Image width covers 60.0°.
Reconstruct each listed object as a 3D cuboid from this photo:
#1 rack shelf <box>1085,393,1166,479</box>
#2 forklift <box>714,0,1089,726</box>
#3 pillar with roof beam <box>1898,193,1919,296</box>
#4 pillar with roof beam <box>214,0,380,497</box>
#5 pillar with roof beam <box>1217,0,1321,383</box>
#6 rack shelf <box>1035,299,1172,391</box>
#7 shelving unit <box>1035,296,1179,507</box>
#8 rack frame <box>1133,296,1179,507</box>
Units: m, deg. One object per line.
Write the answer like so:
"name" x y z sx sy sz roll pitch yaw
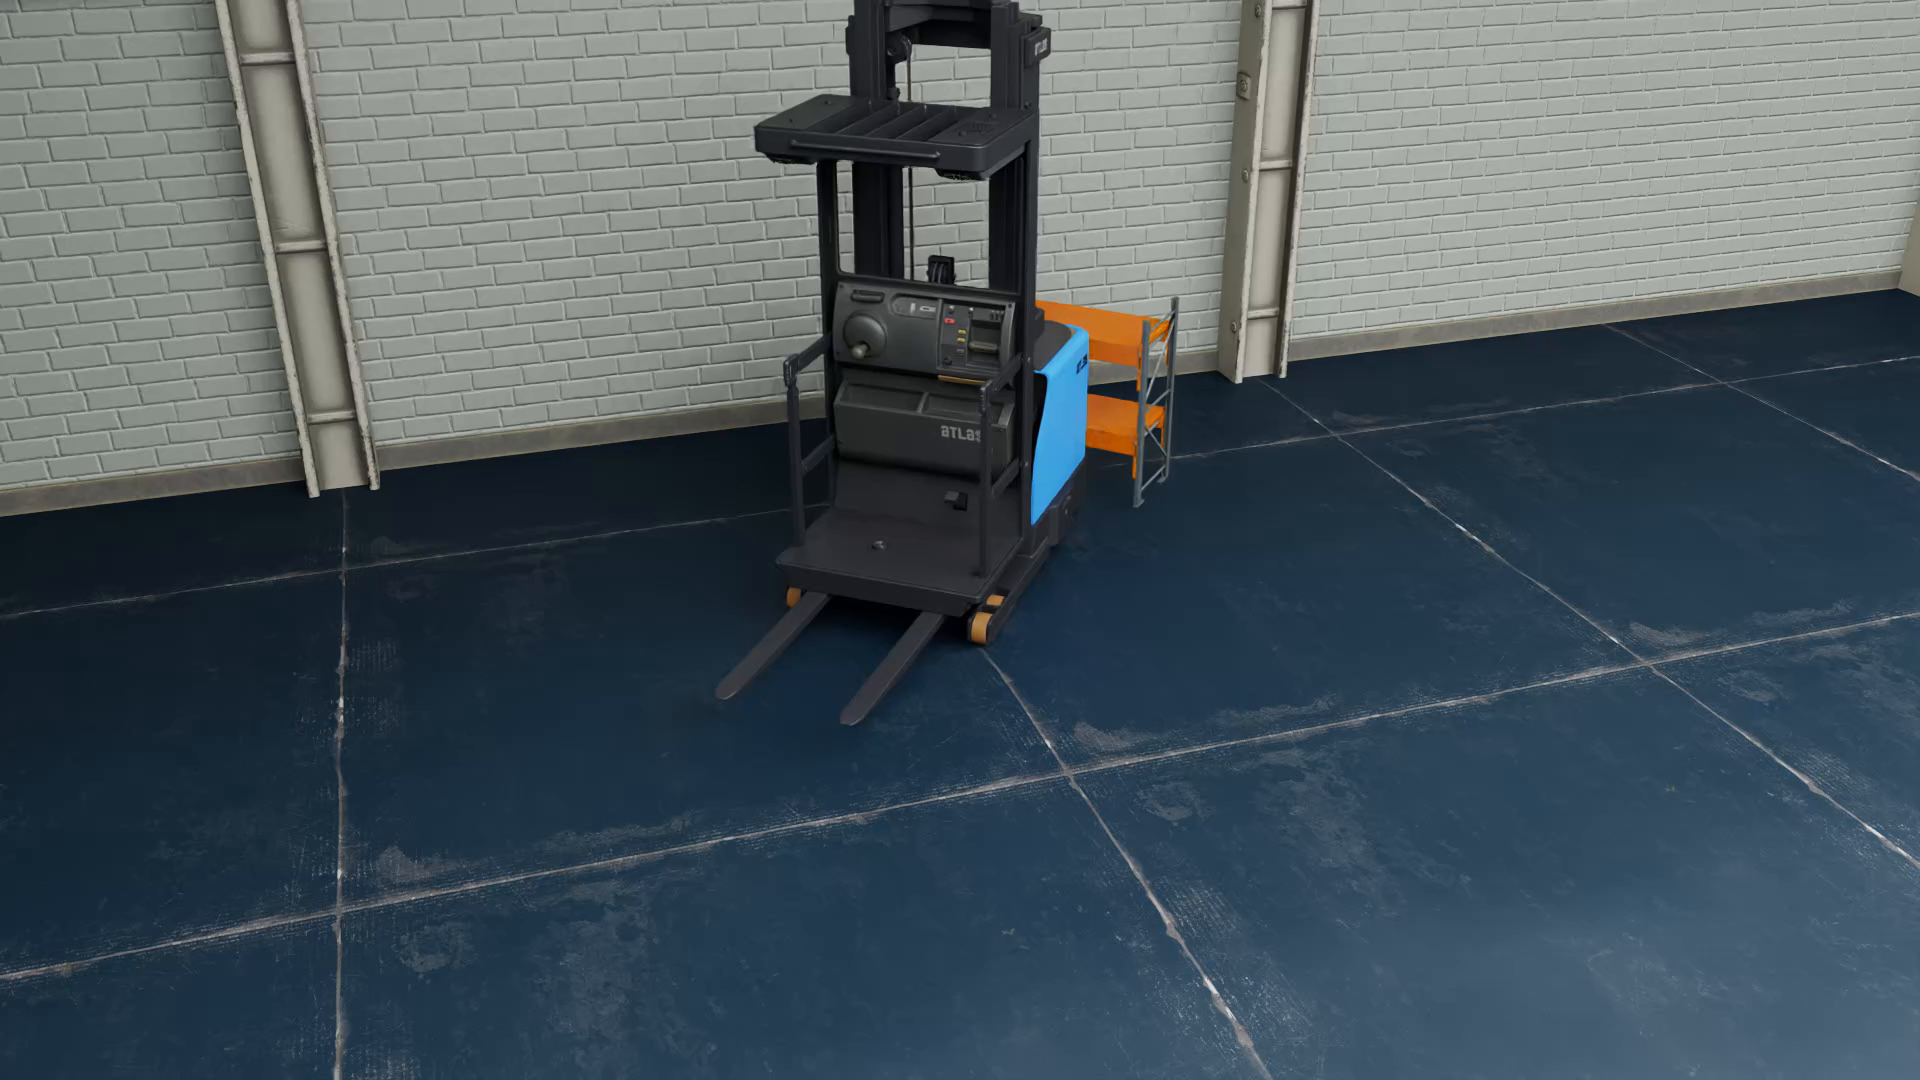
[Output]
"rack shelf" 0.678 -0.677 9.899 1.000 0.278 0.538 13 29 24
"forklift" -0.253 -1.000 7.967 1.130 2.935 3.031 9 28 18
"pillar with roof beam" 9.067 -4.204 7.599 0.400 9.000 9.100 -8 28 -16
"pillar with roof beam" -2.343 -2.552 4.270 0.400 9.000 9.100 -8 28 -16
"pillar with roof beam" 3.362 -3.378 5.935 0.400 9.000 9.100 -8 28 -16
"rack shelf" 0.678 -1.159 9.660 1.000 0.278 0.538 13 29 24
"shelving unit" 0.678 -0.896 9.790 1.048 1.125 0.538 13 29 24
"rack frame" 1.130 -0.794 9.583 0.032 1.125 0.500 13 29 24
